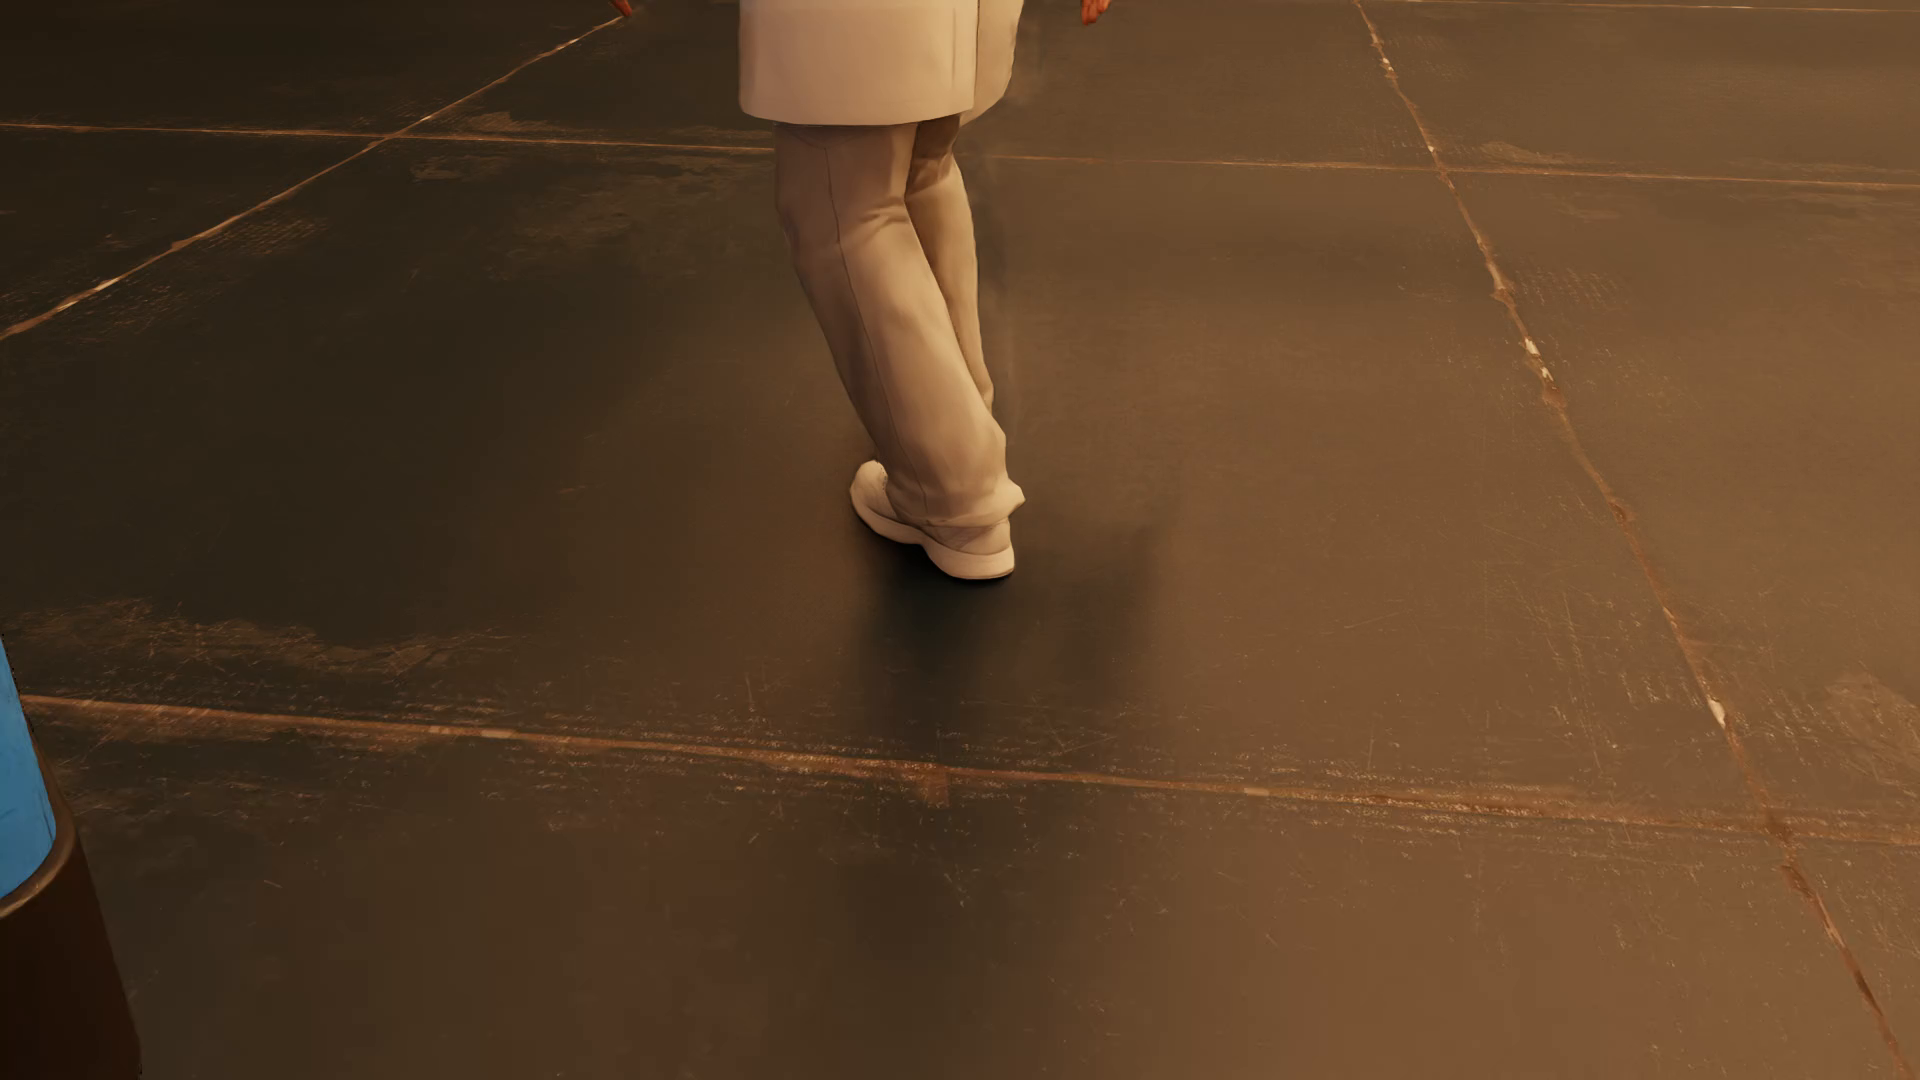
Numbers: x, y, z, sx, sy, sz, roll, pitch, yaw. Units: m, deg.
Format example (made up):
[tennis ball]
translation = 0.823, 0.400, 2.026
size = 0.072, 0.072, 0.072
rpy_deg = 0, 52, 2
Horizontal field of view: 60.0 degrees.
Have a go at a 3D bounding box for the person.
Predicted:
[person]
translation = -0.097, -0.833, 2.226
size = 0.604, 1.748, 0.719
rpy_deg = 22, 34, 37
